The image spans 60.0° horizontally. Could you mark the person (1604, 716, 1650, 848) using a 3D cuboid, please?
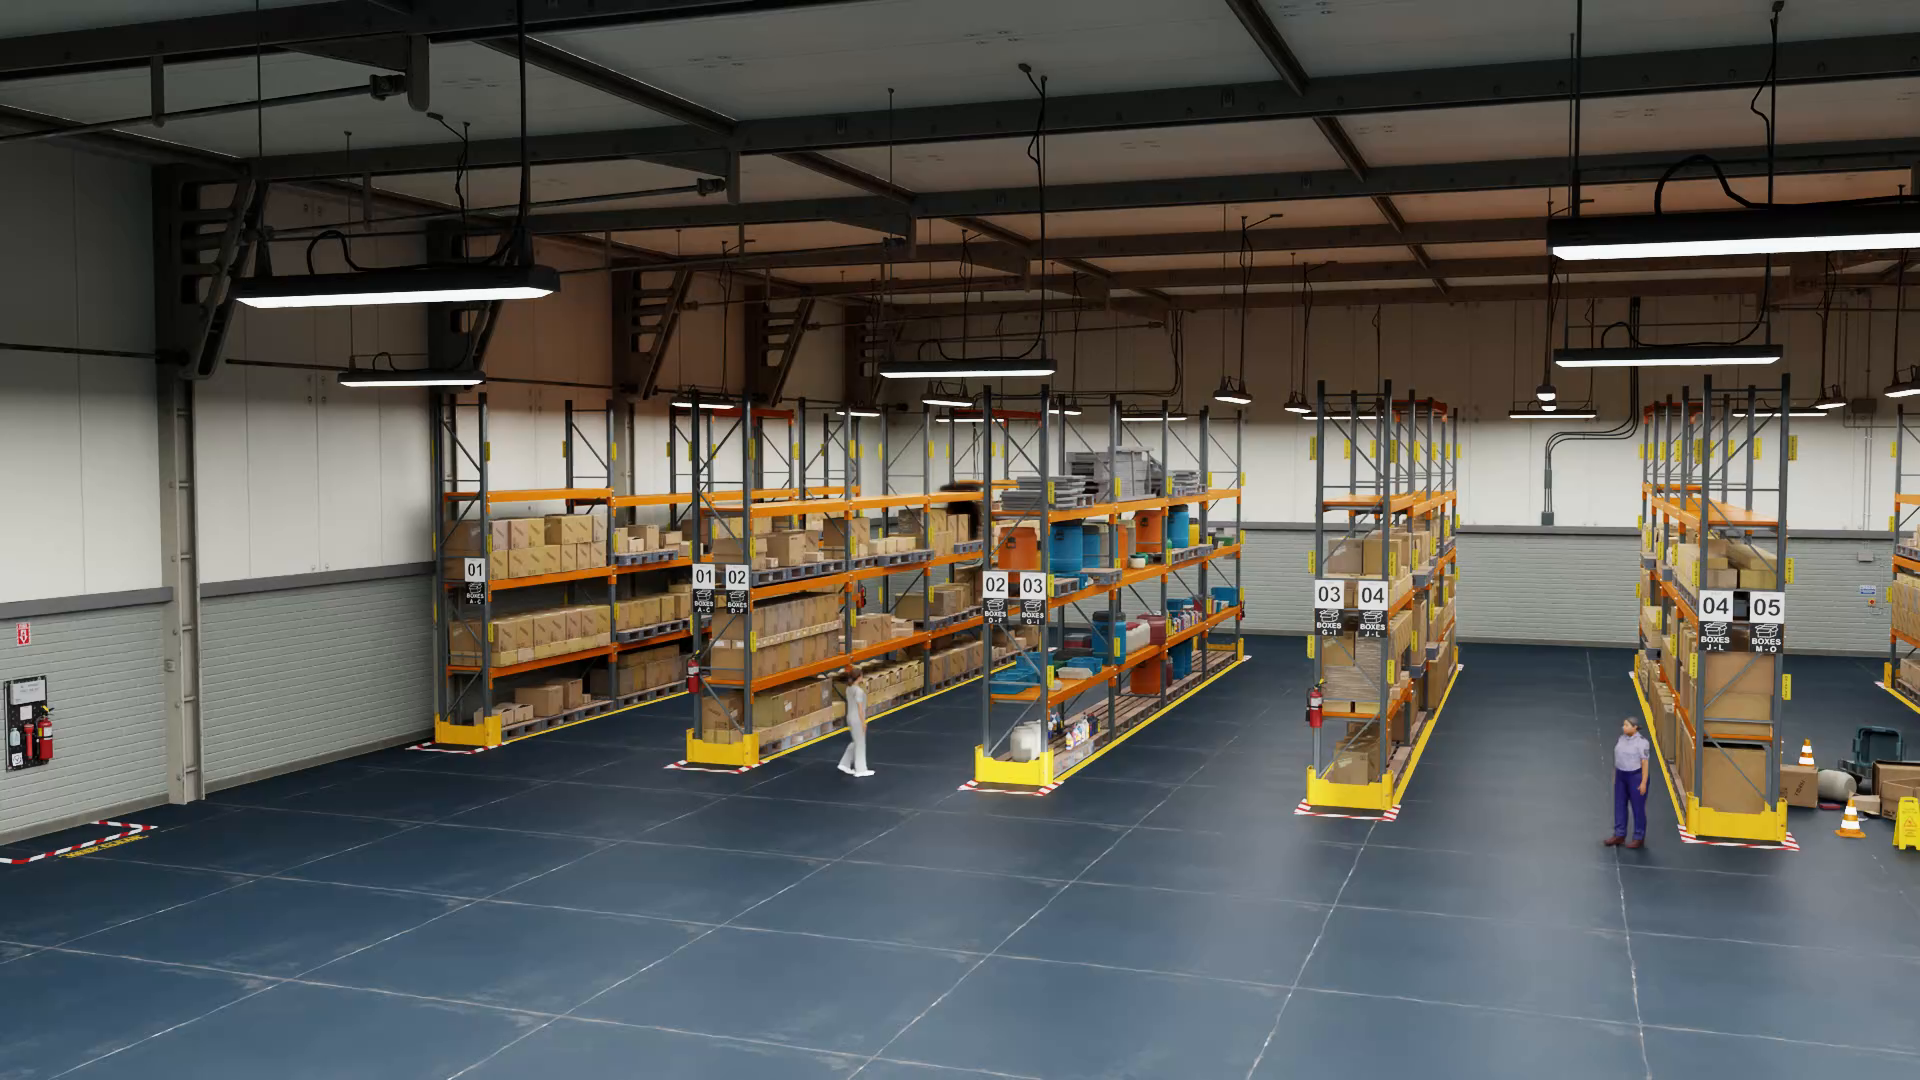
[{"bbox_3d":[8.470,3.049,21.043,0.430,1.659,0.493,-2,3,-27],"label":"person"}]

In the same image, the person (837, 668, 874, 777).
[{"bbox_3d":[-1.597,2.808,25.667,0.502,1.680,0.509,-1,3,-22],"label":"person"}]
